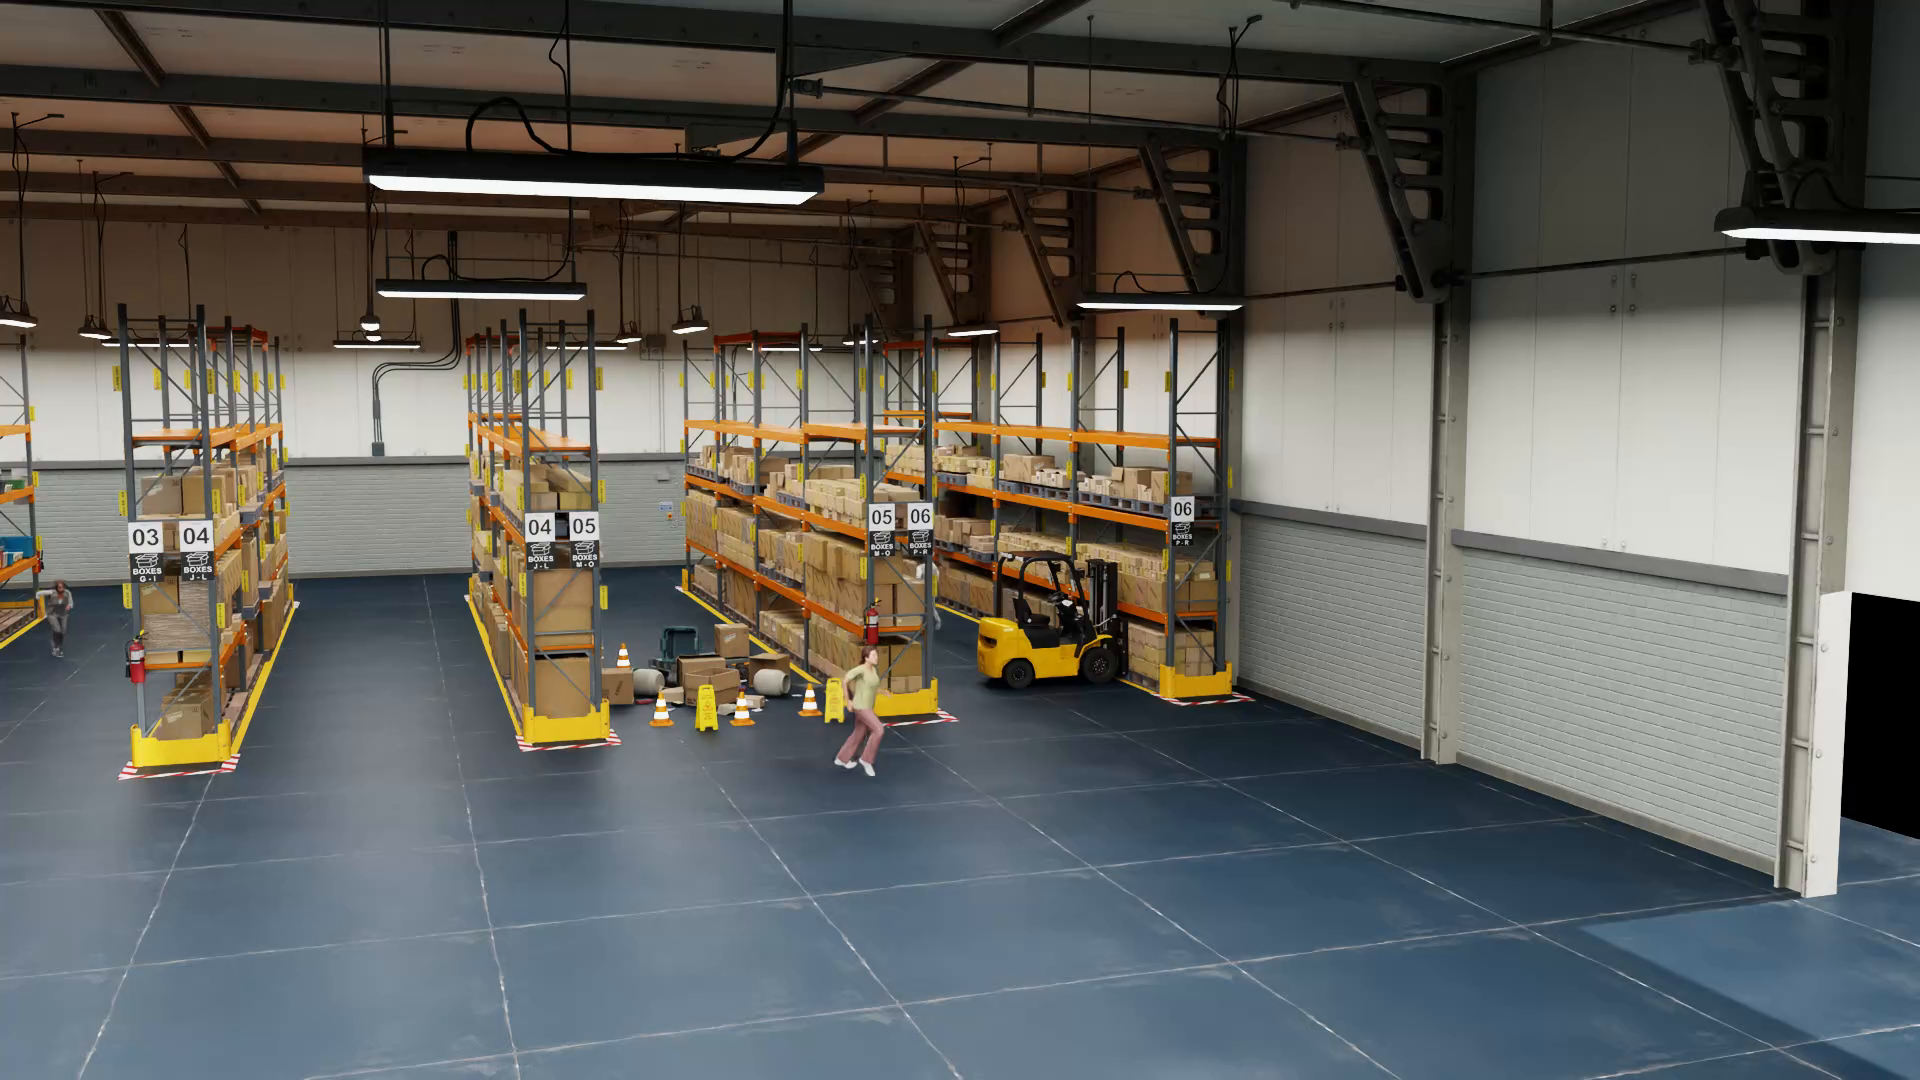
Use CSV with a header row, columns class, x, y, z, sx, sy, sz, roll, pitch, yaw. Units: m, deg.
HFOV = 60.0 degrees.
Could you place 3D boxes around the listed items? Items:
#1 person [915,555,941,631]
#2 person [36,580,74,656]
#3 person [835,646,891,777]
class,x,y,z,sx,sy,sz,roll,pitch,yaw
person,-0.678,1.024,33.105,0.628,1.659,0.870,-3,6,-28
person,-16.373,1.422,30.102,0.579,1.436,0.861,-5,7,-40
person,-1.255,2.177,21.252,0.793,1.671,0.523,2,6,21
